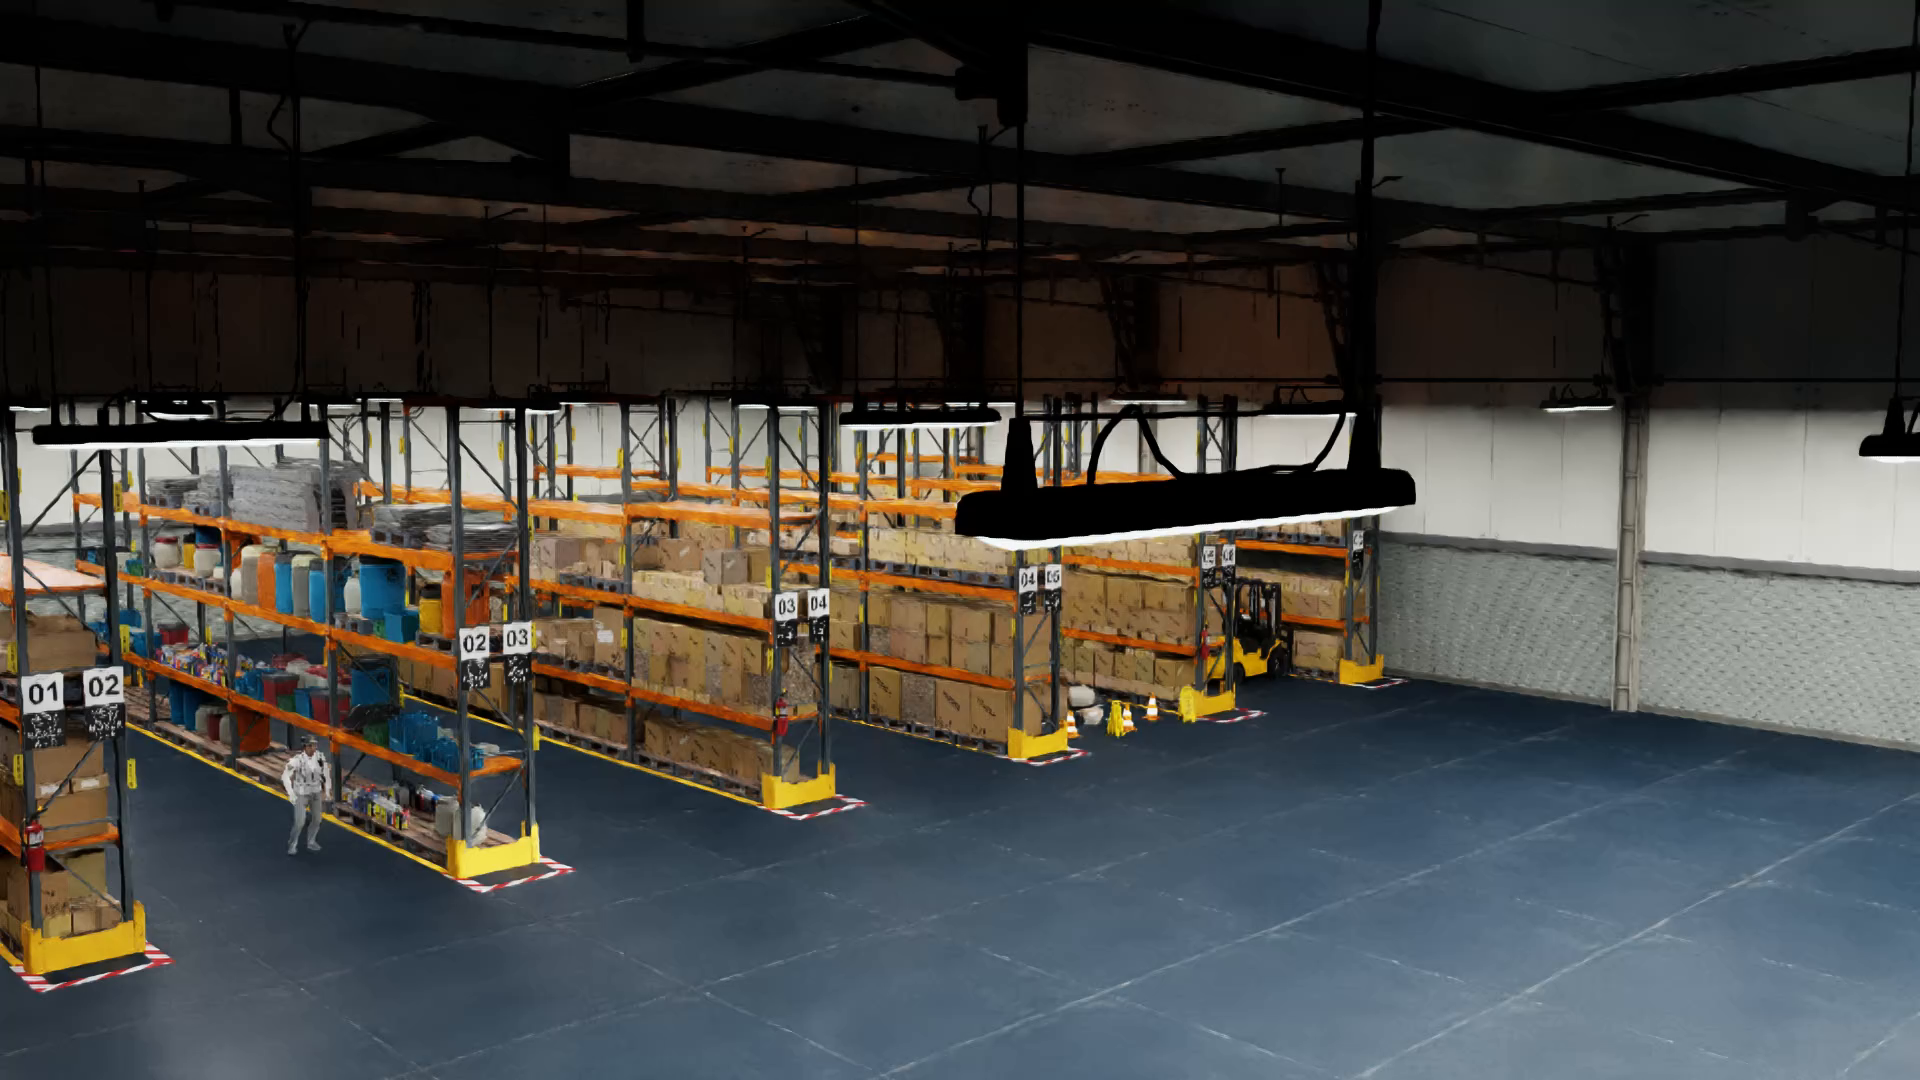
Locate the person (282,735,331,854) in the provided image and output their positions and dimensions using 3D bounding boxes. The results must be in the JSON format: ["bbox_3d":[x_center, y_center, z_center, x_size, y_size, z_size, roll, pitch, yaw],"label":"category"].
[{"bbox_3d":[-8.727,3.379,22.230,0.639,1.632,0.512,-5,8,-45],"label":"person"}]
